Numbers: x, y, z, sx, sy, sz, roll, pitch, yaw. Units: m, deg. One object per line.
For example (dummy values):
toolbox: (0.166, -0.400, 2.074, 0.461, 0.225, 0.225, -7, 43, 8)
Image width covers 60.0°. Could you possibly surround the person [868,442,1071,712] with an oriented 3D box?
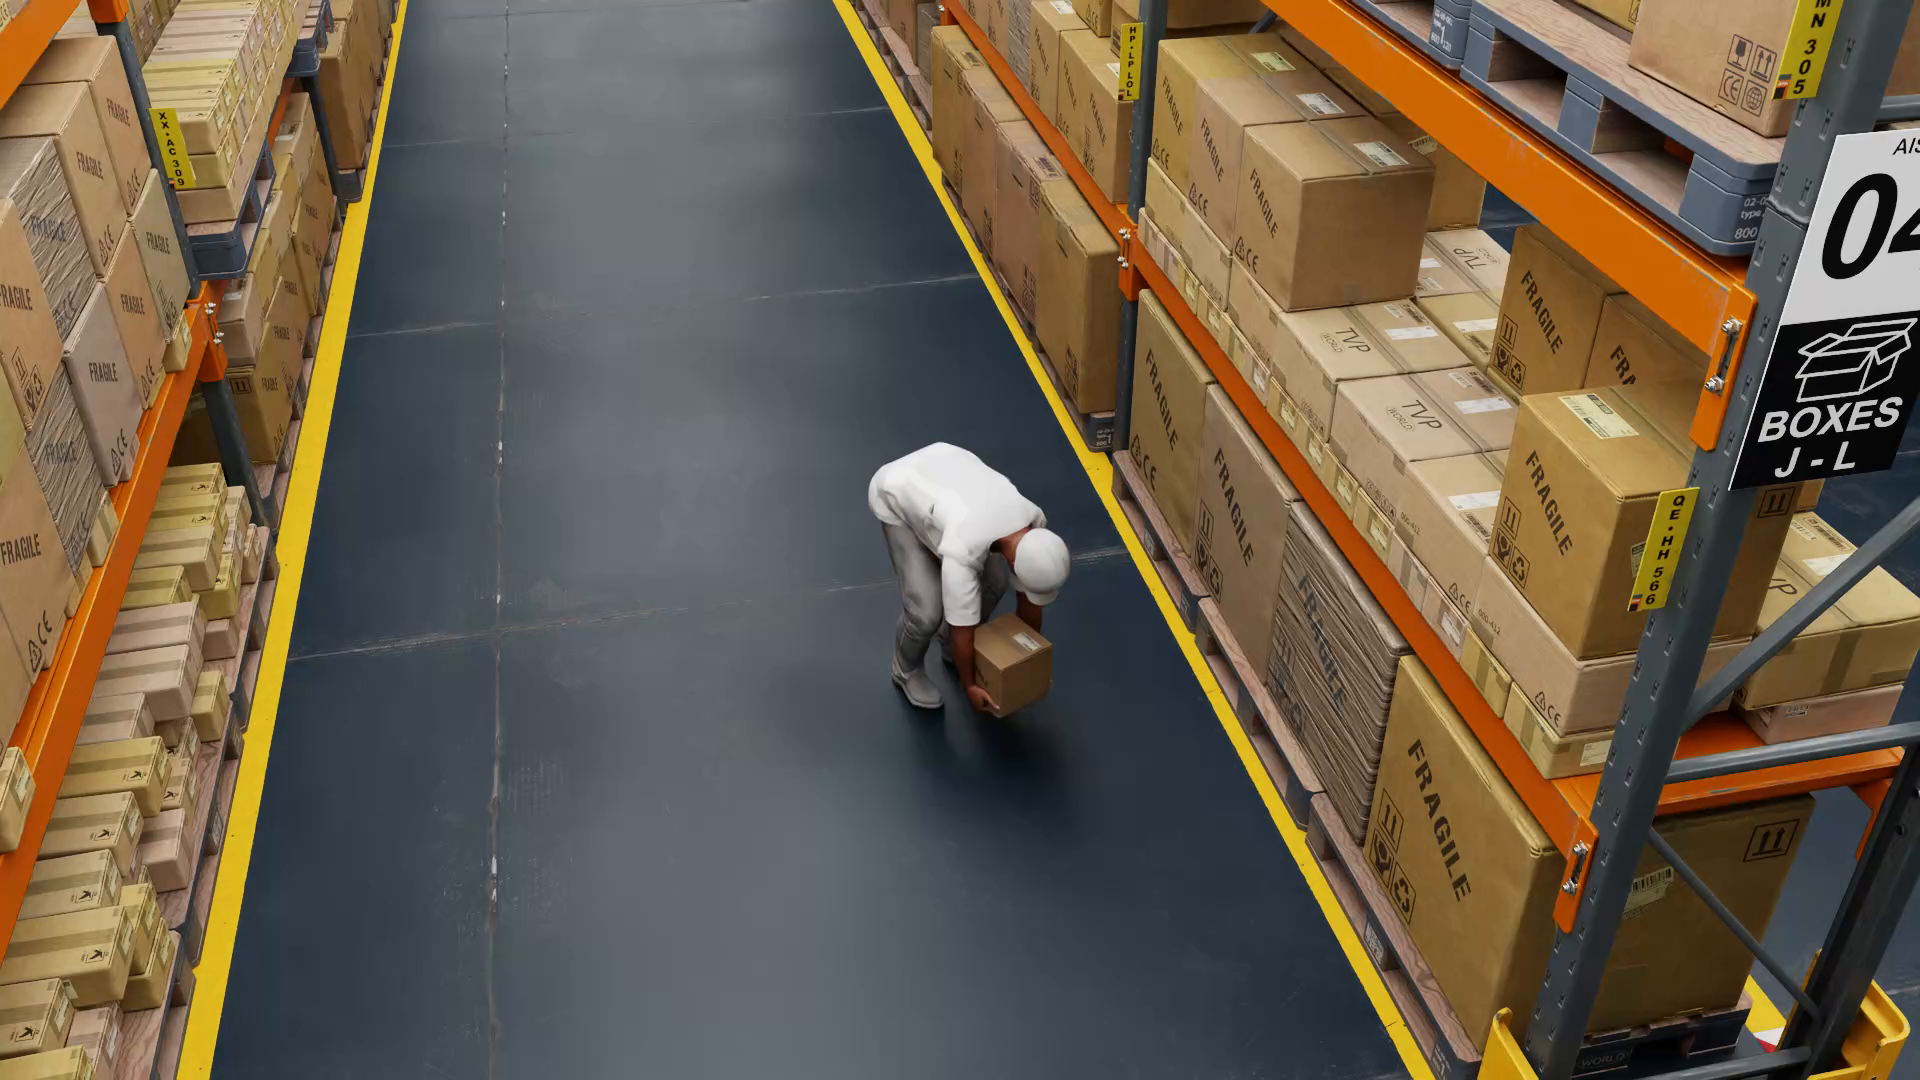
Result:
person: (0.062, 0.223, 6.405, 0.480, 1.075, 0.982, -25, 41, -32)
